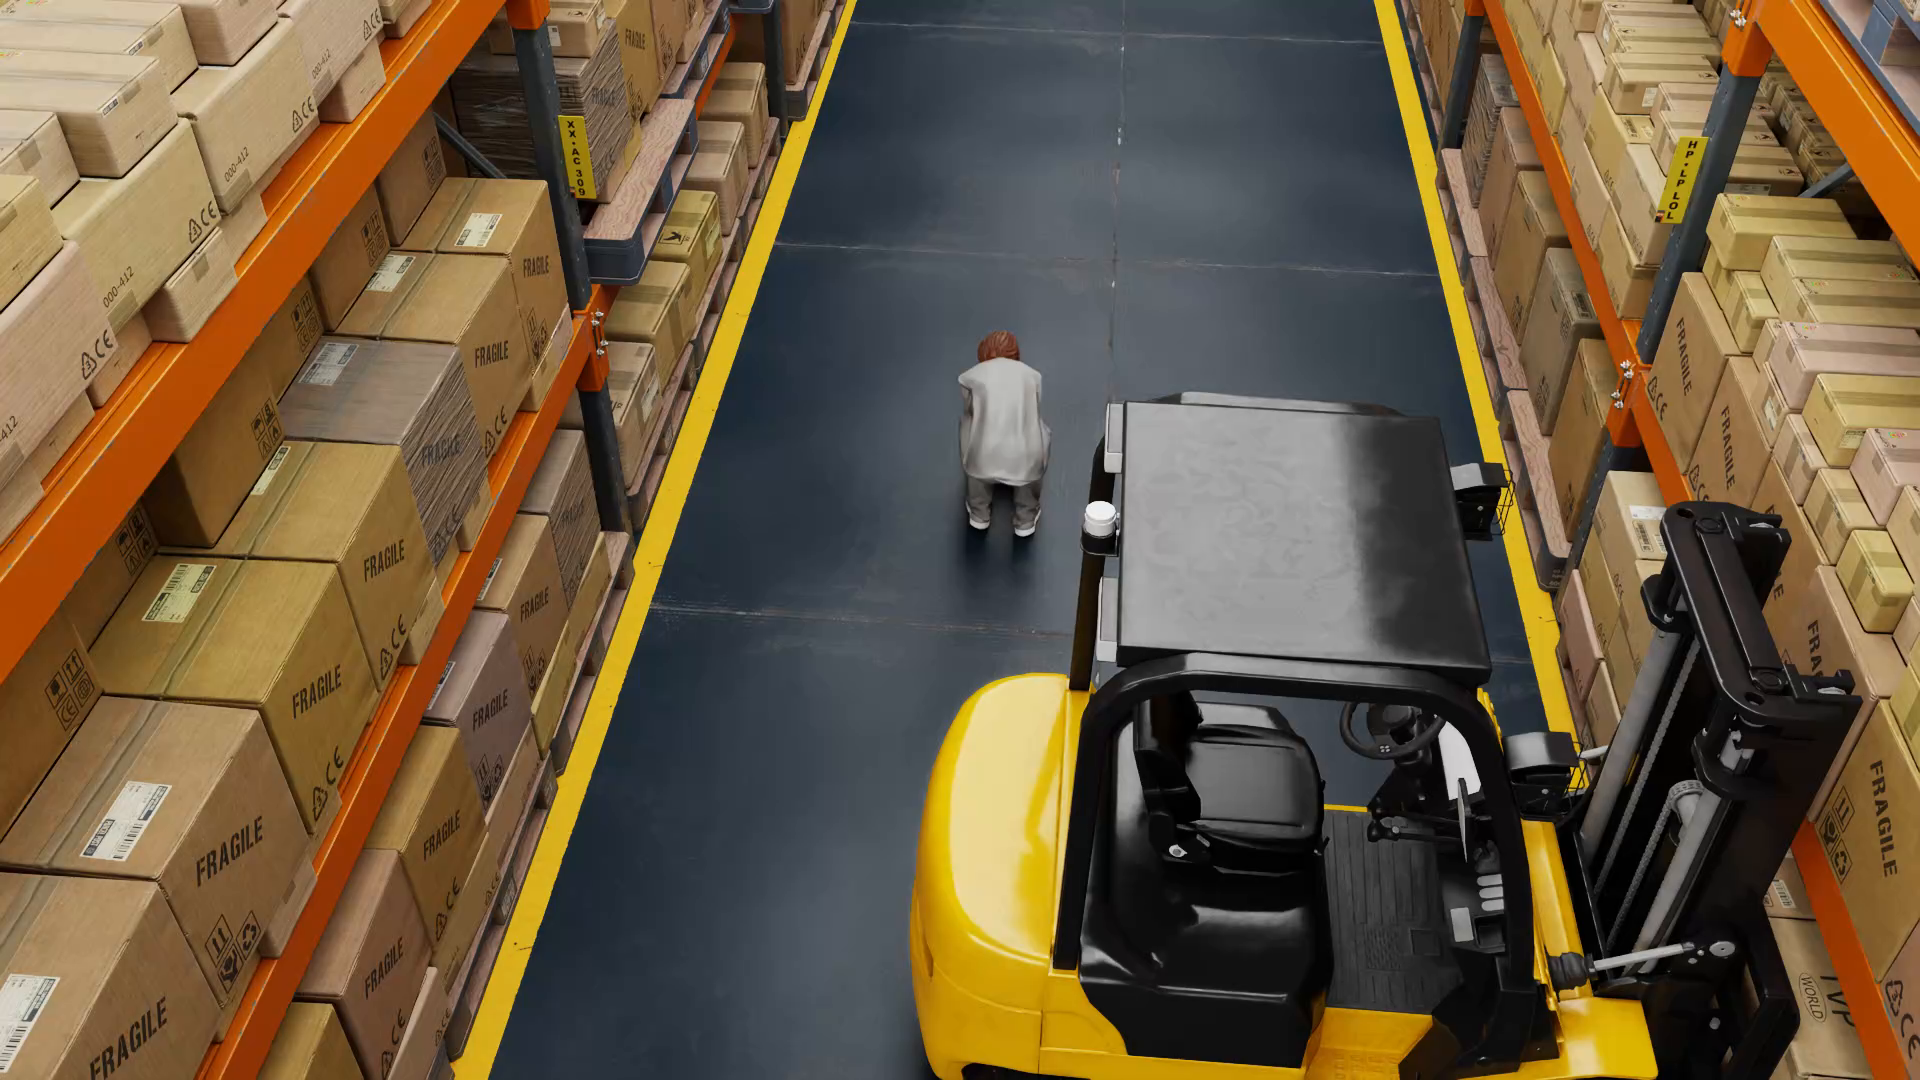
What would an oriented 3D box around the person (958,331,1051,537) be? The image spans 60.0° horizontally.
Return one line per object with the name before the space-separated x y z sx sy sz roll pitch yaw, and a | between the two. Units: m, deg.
person | 0.195 -0.437 7.392 0.421 0.702 0.858 2 41 3
